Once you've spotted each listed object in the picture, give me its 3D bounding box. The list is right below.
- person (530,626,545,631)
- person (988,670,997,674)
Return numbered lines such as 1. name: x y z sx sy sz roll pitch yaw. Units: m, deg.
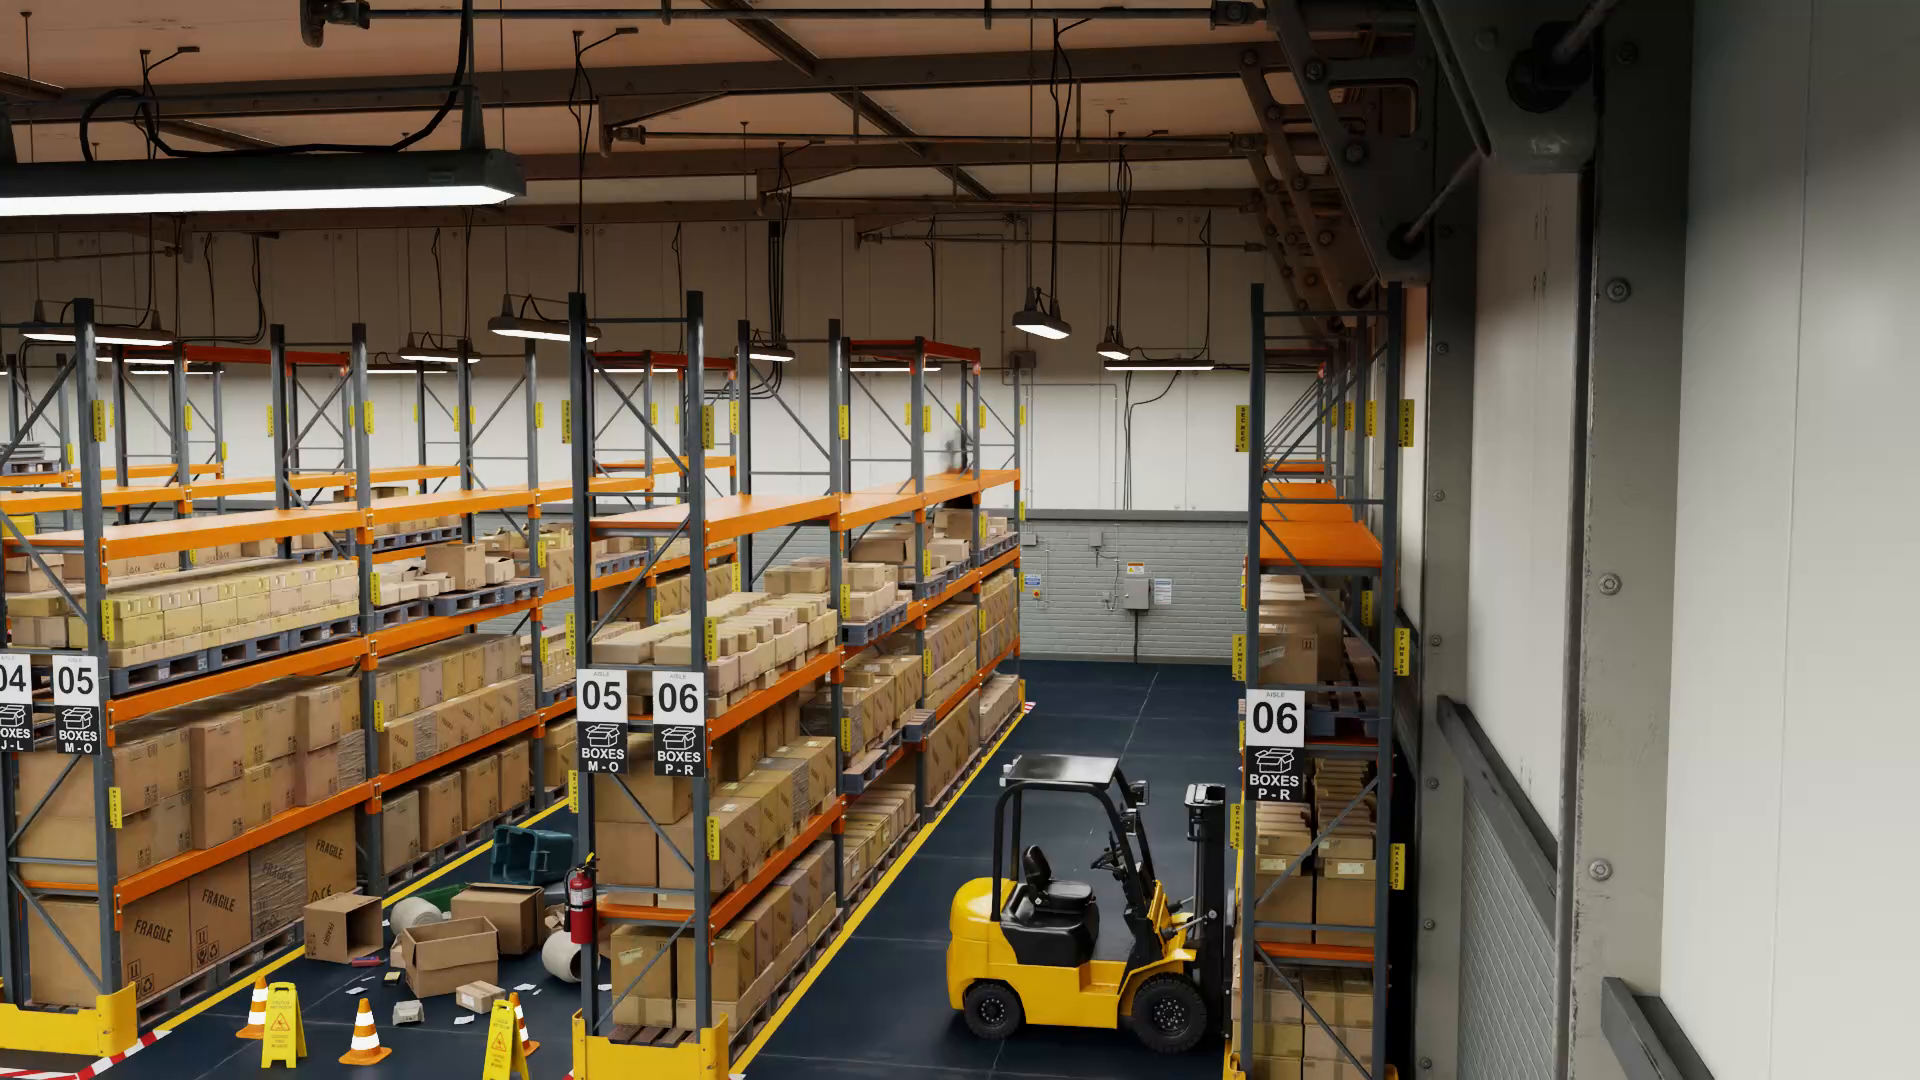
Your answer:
1. person: -6.582 2.198 26.088 0.642 1.751 0.625 1 5 11
2. person: 0.415 1.983 29.645 0.562 1.614 0.694 2 5 22
